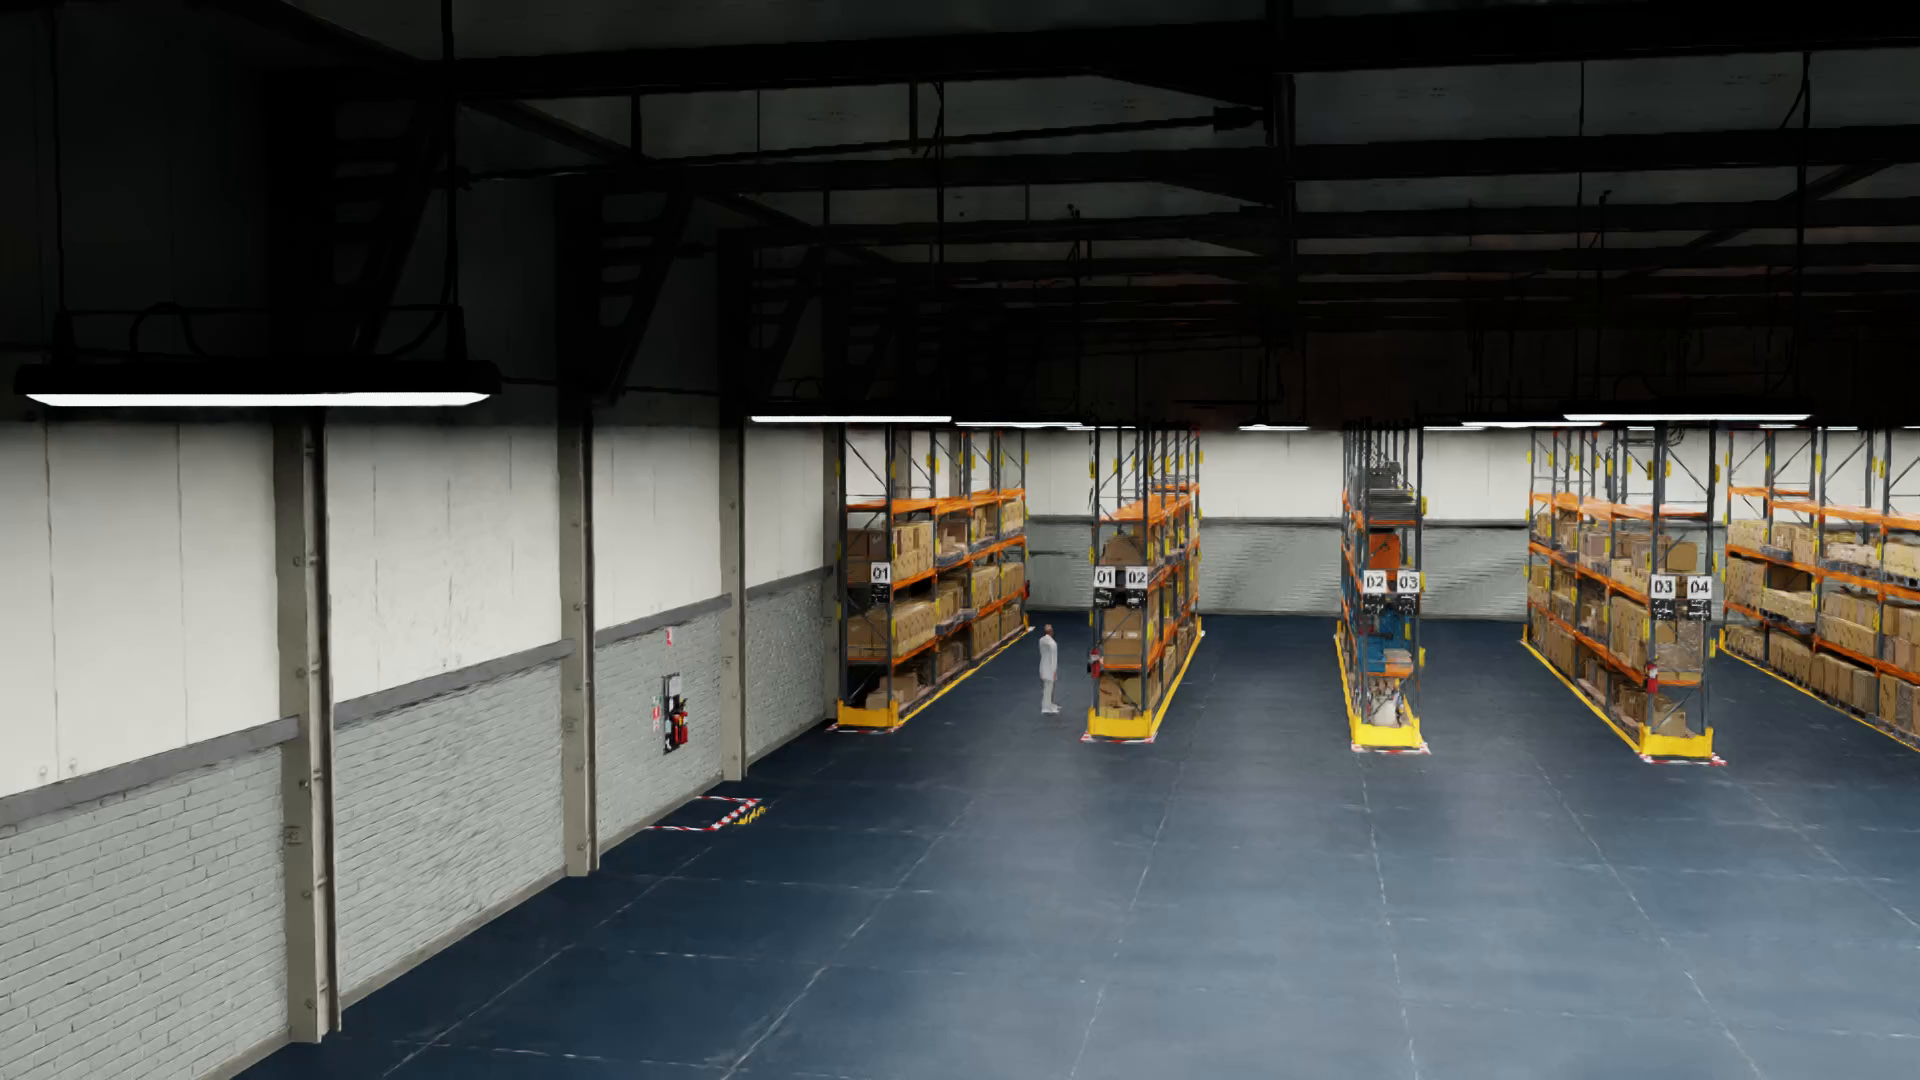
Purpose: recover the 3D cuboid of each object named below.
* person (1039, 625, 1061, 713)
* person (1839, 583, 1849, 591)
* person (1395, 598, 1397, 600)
[{"bbox_3d":[1.856,2.614,33.942,0.514,1.785,0.638,-1,4,-20],"label":"person"},{"bbox_3d":[23.830,1.993,44.740,0.396,1.643,0.596,-1,4,-19],"label":"person"},{"bbox_3d":[11.400,2.055,43.042,0.450,1.727,0.584,0,4,-6],"label":"person"}]
